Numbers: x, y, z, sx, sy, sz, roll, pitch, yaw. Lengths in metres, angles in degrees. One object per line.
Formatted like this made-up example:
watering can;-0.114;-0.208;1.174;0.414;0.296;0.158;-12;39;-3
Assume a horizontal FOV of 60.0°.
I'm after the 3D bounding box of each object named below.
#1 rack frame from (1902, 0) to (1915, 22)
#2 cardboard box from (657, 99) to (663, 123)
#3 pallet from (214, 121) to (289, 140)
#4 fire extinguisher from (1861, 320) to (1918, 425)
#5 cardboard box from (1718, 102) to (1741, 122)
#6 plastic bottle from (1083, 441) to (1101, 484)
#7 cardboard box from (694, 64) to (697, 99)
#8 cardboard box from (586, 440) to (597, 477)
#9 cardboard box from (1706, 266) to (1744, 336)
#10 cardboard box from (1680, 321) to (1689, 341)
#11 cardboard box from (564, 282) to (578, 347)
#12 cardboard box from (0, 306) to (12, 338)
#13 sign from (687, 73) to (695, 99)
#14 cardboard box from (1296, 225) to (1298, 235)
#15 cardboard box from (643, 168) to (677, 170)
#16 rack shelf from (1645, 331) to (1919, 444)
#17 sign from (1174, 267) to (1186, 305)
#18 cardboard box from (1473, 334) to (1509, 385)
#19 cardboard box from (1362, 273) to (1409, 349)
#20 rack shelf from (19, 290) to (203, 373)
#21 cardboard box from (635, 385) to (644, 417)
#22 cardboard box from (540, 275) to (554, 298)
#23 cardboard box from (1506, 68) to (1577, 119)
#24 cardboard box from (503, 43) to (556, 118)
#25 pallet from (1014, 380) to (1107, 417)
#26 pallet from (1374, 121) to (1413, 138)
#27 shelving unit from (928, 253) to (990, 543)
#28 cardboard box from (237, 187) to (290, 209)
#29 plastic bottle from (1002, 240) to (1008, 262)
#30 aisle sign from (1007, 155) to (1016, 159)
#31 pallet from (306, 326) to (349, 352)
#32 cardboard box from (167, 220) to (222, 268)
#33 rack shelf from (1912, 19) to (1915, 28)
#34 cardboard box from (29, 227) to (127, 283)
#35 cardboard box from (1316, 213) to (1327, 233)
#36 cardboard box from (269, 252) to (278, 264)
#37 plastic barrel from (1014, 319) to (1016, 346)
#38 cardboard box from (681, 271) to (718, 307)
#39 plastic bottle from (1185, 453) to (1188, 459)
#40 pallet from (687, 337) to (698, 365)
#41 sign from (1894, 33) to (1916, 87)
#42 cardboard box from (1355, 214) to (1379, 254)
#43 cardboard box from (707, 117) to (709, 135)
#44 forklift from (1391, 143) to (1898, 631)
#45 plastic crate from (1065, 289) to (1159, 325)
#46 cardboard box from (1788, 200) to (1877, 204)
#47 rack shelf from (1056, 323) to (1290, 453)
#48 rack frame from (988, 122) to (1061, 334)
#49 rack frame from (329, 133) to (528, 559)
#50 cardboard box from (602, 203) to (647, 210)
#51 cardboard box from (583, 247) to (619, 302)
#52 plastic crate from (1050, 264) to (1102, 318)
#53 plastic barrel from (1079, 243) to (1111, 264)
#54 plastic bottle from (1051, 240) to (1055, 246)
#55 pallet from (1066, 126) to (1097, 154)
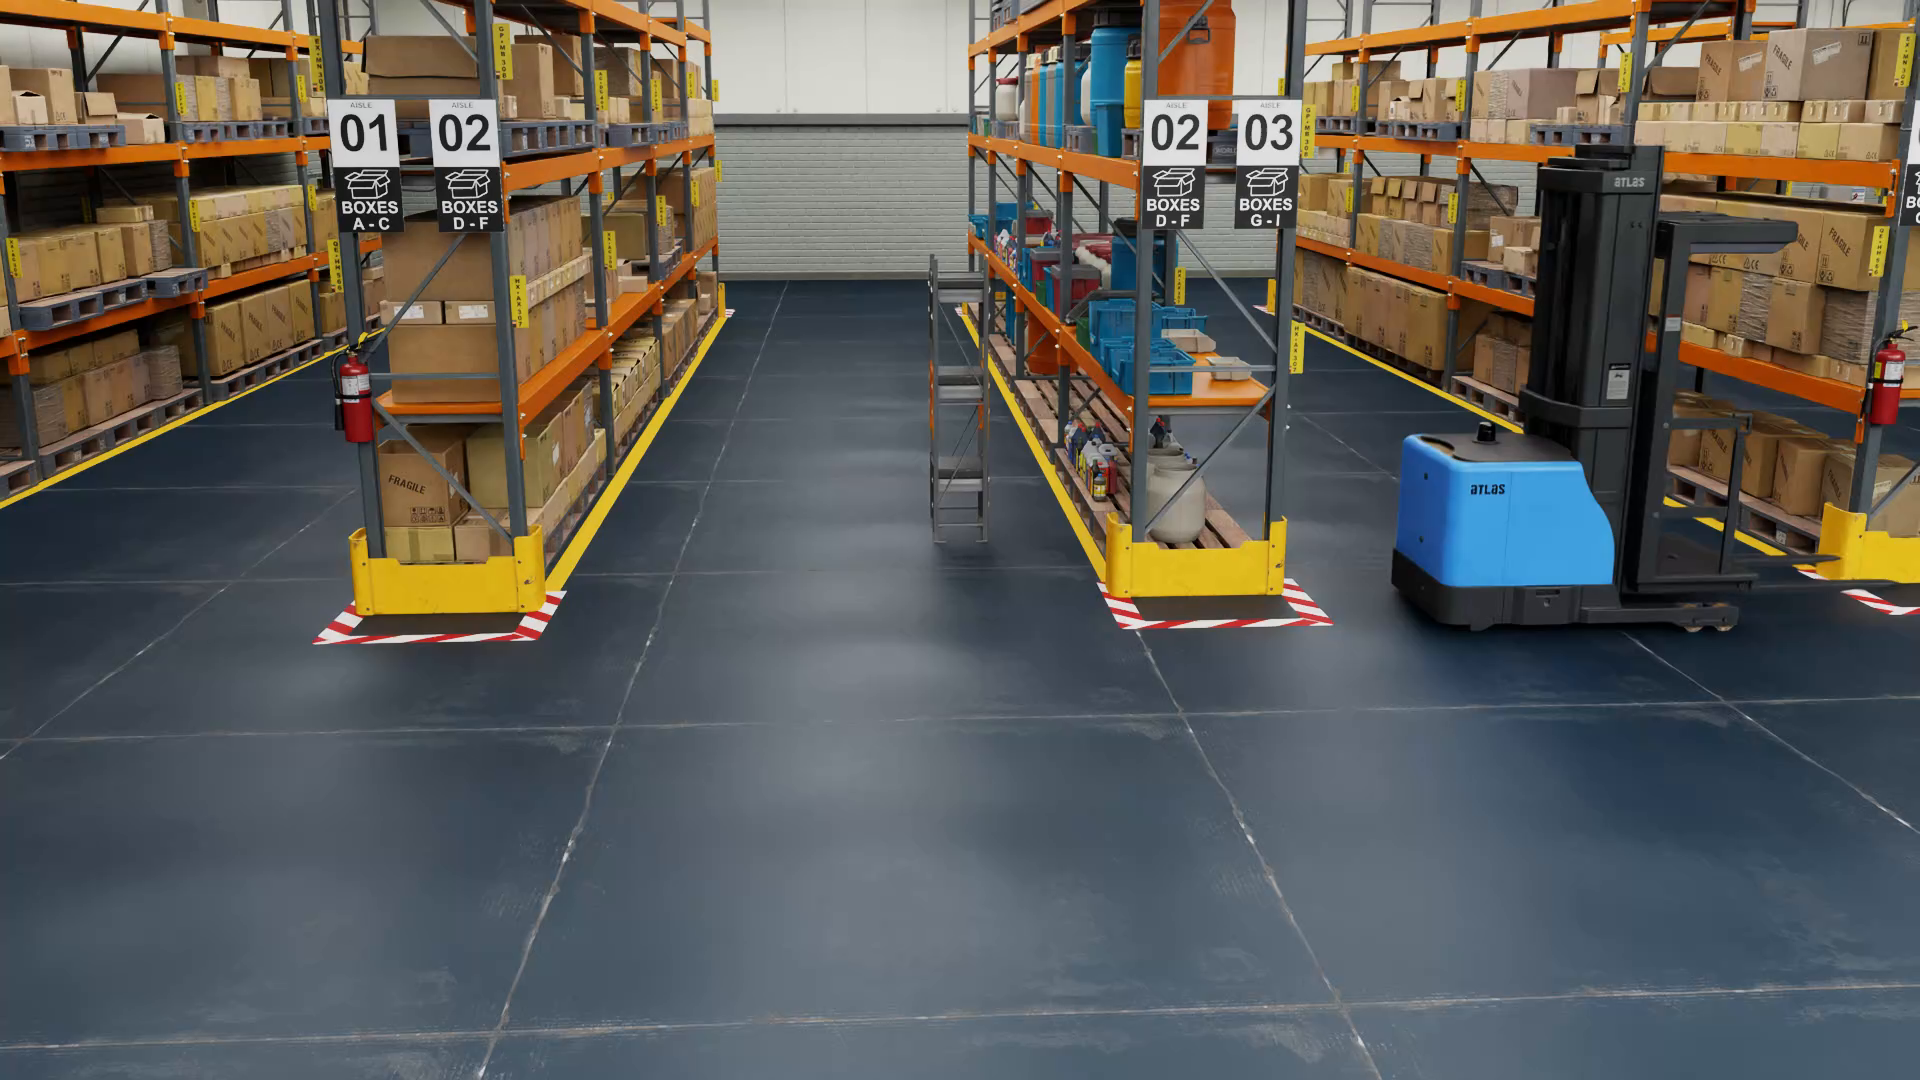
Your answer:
rack frame;15.474;-8.217;26.402;1.000;3.000;0.127;-1;14;-3
cardboard box;-3.934;-4.882;19.261;0.910;0.500;0.500;-1;14;-3
pallet;-8.895;-5.067;20.564;0.805;0.209;1.217;-1;15;-6
fire extinguisher;6.121;-1.106;10.961;0.296;0.674;0.183;-1;14;-3
cardboard box;6.157;-3.338;12.960;0.380;0.149;0.250;-1;14;-5
plastic bottle;1.068;-0.622;13.356;0.144;0.351;0.185;0;14;-1
cardboard box;-4.172;-6.616;23.993;0.700;0.500;0.500;-1;14;-3
cardboard box;-3.293;-0.657;13.736;0.500;0.250;0.500;-1;14;-3
cardboard box;6.409;-1.881;13.019;0.875;0.500;0.500;-1;14;-3
cardboard box;6.084;-1.745;13.794;0.380;0.149;0.250;-1;14;-3
cardboard box;-3.489;-1.829;13.415;0.700;0.500;0.500;-1;14;-4
cardboard box;-8.174;-1.768;13.641;0.500;0.250;0.500;-1;14;-3
sign;-3.503;-5.915;21.647;0.100;0.325;0.005;-1;14;-3
cardboard box;5.326;-4.751;25.476;0.380;0.149;0.250;-1;14;-4
cardboard box;-4.501;-5.295;24.878;0.500;0.500;0.500;-1;14;-3
rack shelf;6.450;-1.328;13.112;1.077;0.370;4.000;-1;14;-3
sign;1.932;-2.237;14.647;0.100;0.325;0.005;-1;14;-3
cardboard box;6.140;-2.005;18.433;0.700;0.500;0.500;-2;15;-6
cardboard box;5.946;-2.957;21.420;1.225;0.875;0.875;-1;14;-5
rack shelf;-8.629;-2.094;16.087;1.077;0.370;4.000;-1;14;-3
cardboard box;-3.435;-1.380;16.547;0.500;0.250;0.500;-1;14;-2
cardboard box;-3.217;-1.873;12.283;0.380;0.149;0.250;-1;14;-3
cardboard box;5.917;-4.540;16.928;0.500;0.500;0.500;-1;14;-5
cardboard box;-3.144;-3.217;11.664;0.500;0.500;0.500;-1;14;-3
pallet;1.144;-1.549;18.121;1.003;0.211;1.213;-1;14;-3
pallet;5.936;-5.296;21.456;0.805;0.209;1.217;-1;15;-6
shelving unit;-0.010;-1.058;12.425;0.431;2.100;0.503;-1;14;-3
cardboard box;-8.695;-4.260;20.721;0.500;0.250;0.500;-1;14;-2
plastic bottle;0.607;-3.618;20.817;0.152;0.276;0.135;-1;14;-3
aisle sign;0.927;-6.363;26.021;0.394;0.787;0.004;-1;14;-3
pallet;-8.970;-2.774;22.884;1.003;0.211;1.213;-1;14;-3
cardboard box;-8.528;-3.266;18.364;0.500;0.500;0.500;0;14;-2
rack shelf;11.159;-5.086;16.481;1.077;0.370;4.000;-1;14;-3
cardboard box;-8.615;-2.775;16.207;0.700;0.500;0.500;-1;14;-3
cardboard box;5.475;-4.596;24.075;0.500;0.250;0.500;-1;14;-2
cardboard box;-8.663;-3.488;20.528;0.380;0.149;0.250;-1;14;-3
plastic barrel;0.893;-2.632;20.887;0.421;0.512;0.421;0;14;0
cardboard box;-4.025;-3.877;25.710;0.500;0.500;0.500;-1;14;-3
plastic bottle;1.802;-0.560;13.277;0.097;0.271;0.097;0;14;0
pallet;-3.969;-2.459;21.661;1.003;0.211;1.213;-1;14;-3
sign;6.019;-3.057;10.591;0.100;0.325;0.005;-1;14;-3
cardboard box;5.609;-4.094;22.217;0.500;0.500;0.500;-1;14;-3
cardboard box;-3.990;-6.138;24.644;0.500;0.250;0.500;-1;14;-3
forklift;4.426;-0.984;10.467;3.031;2.935;1.130;-1;14;-4
plastic crate;1.288;-1.935;14.153;0.767;0.338;0.504;-1;14;-3
cardboard box;6.718;-2.370;12.913;0.500;0.500;0.500;-1;14;-3
rack shelf;1.506;-1.252;12.815;1.077;0.370;4.000;-1;14;-3
rack frame;0.887;-4.087;22.391;1.000;3.000;0.127;-1;14;-3
rack frame;-3.314;-1.027;10.499;1.000;3.000;0.127;-1;14;-3
cardboard box;-4.145;-3.972;20.901;0.700;0.500;0.500;1;14;5
cardboard box;-3.689;-2.648;16.598;0.500;0.500;0.500;-2;15;-6
plastic crate;1.047;-2.244;15.100;0.402;0.464;0.583;-1;14;-3
plastic barrel;1.438;-2.789;17.122;0.421;0.512;0.421;0;14;0
plastic bottle;1.187;-3.618;20.826;0.097;0.271;0.097;0;14;0
pallet;1.525;-3.281;13.617;1.213;0.211;1.003;-1;14;-3
